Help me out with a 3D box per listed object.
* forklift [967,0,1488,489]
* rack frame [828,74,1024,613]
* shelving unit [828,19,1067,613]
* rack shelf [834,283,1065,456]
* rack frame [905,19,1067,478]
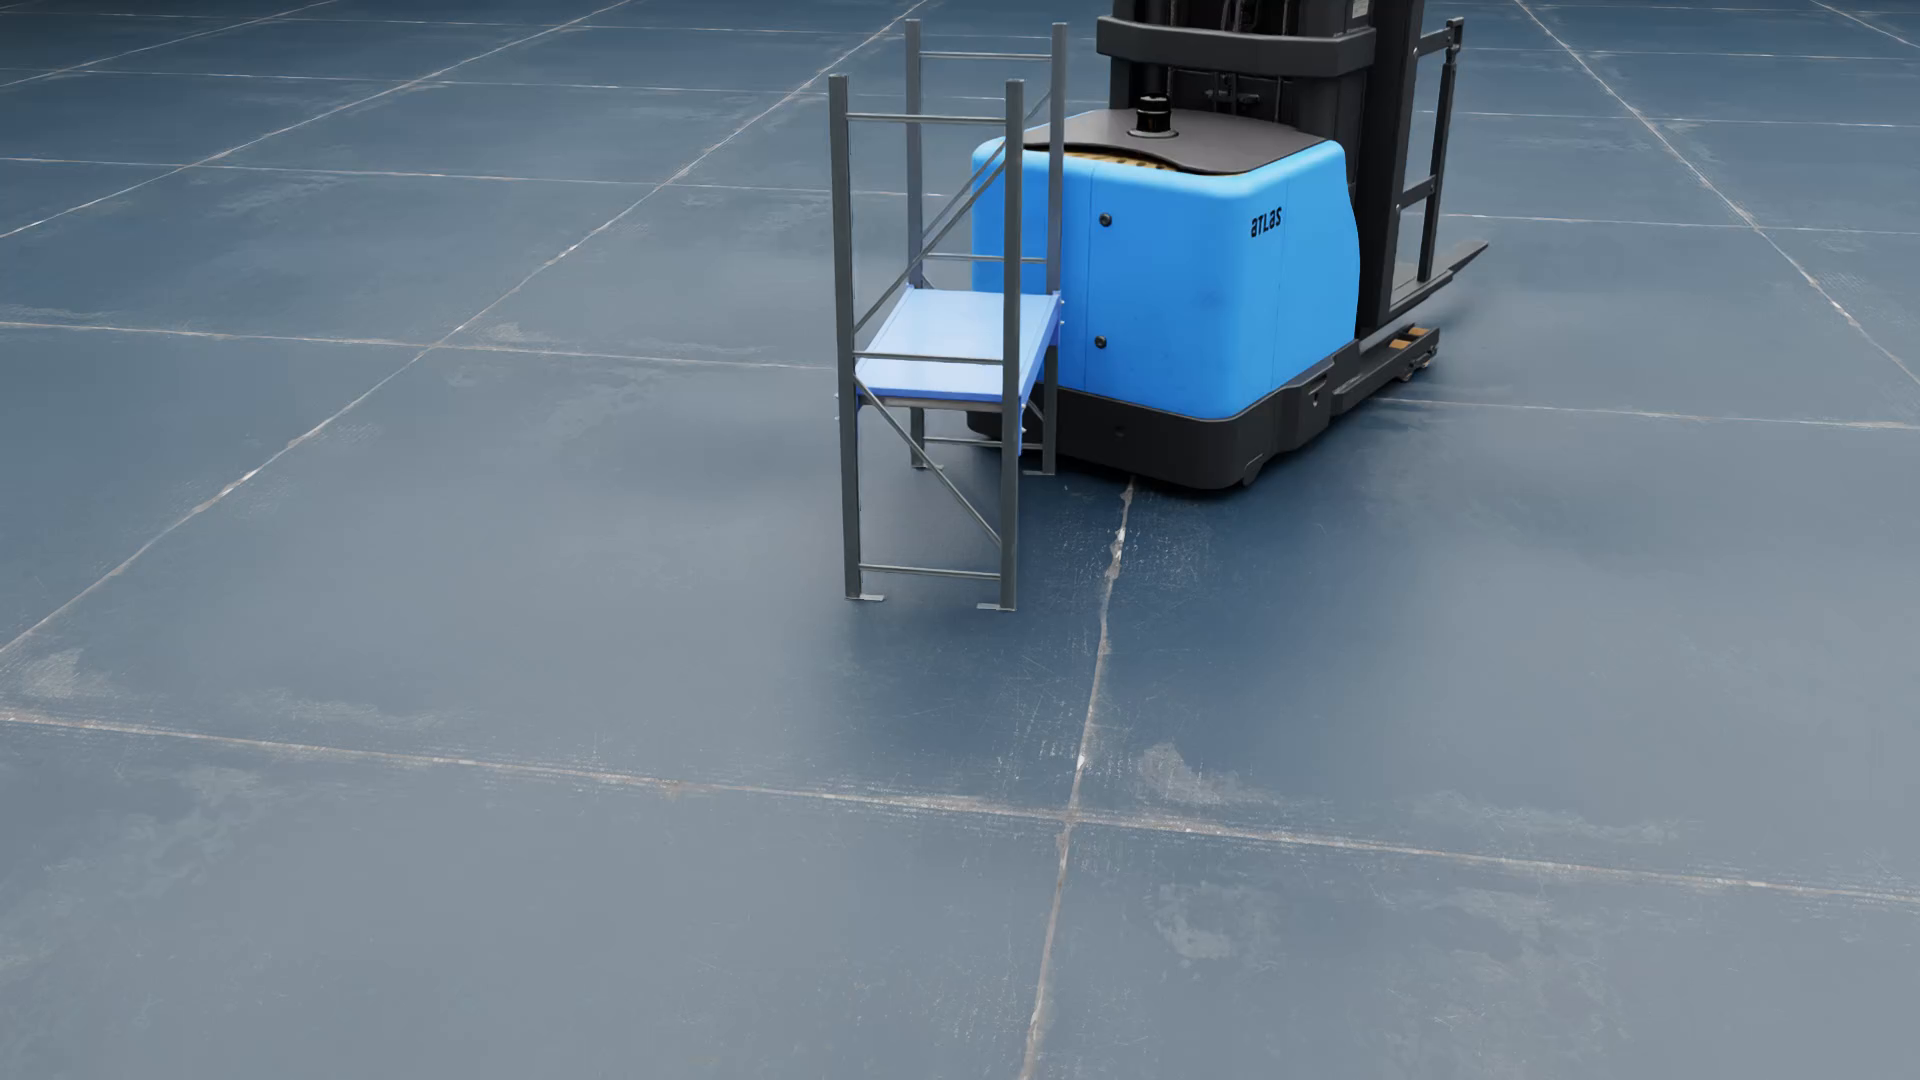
[{"bbox_3d":[1.286,-2.061,6.196,1.130,2.935,3.031,17,30,32],"label":"forklift"},{"bbox_3d":[-0.087,-0.492,4.532,0.500,1.500,0.032,4,25,9],"label":"rack frame"},{"bbox_3d":[-0.004,-0.704,4.986,0.538,1.500,1.048,4,25,9],"label":"shelving unit"},{"bbox_3d":[-0.004,-0.542,5.062,0.538,0.185,1.000,4,25,9],"label":"rack shelf"},{"bbox_3d":[0.079,-0.917,5.440,0.500,1.500,0.032,4,25,9],"label":"rack frame"}]
